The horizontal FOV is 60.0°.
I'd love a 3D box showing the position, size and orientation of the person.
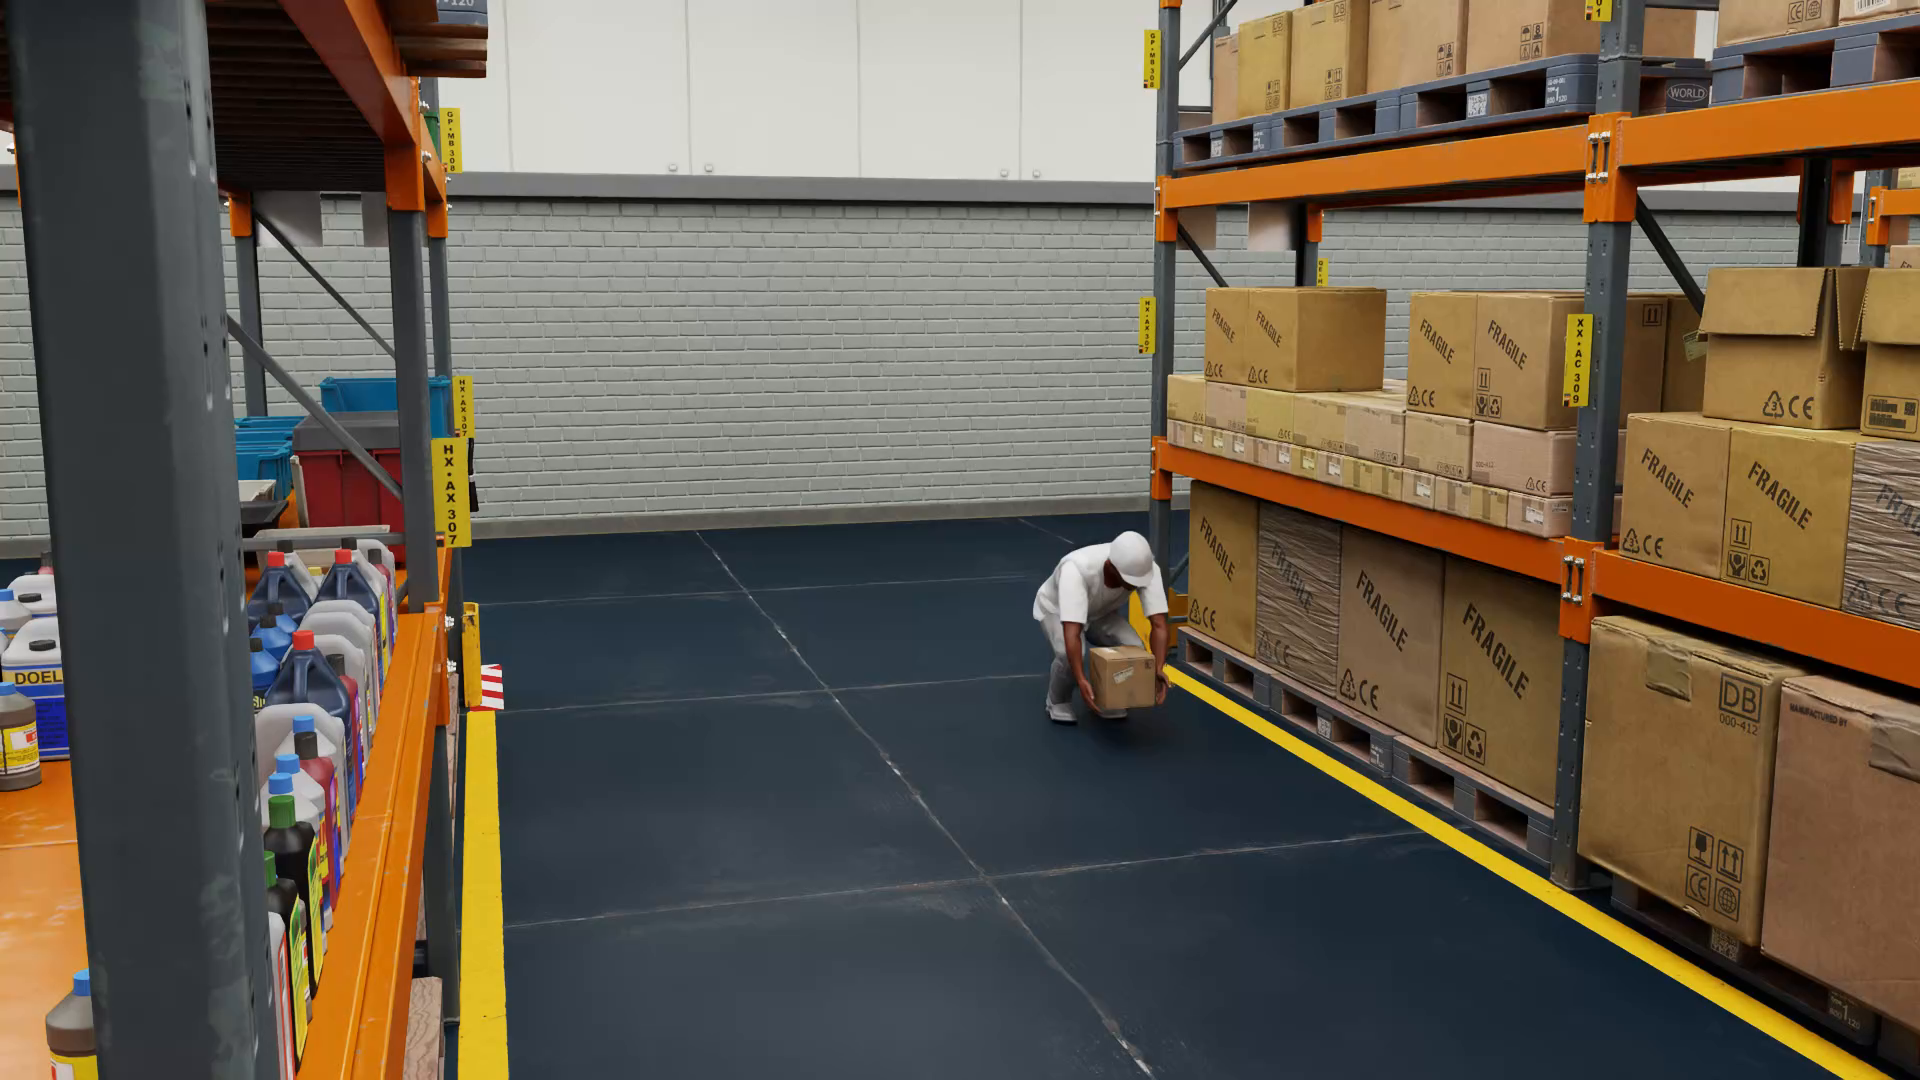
[{"bbox_3d":[0.727,0.425,8.466,0.587,1.040,0.892,-3,10,-16],"label":"person"}]
